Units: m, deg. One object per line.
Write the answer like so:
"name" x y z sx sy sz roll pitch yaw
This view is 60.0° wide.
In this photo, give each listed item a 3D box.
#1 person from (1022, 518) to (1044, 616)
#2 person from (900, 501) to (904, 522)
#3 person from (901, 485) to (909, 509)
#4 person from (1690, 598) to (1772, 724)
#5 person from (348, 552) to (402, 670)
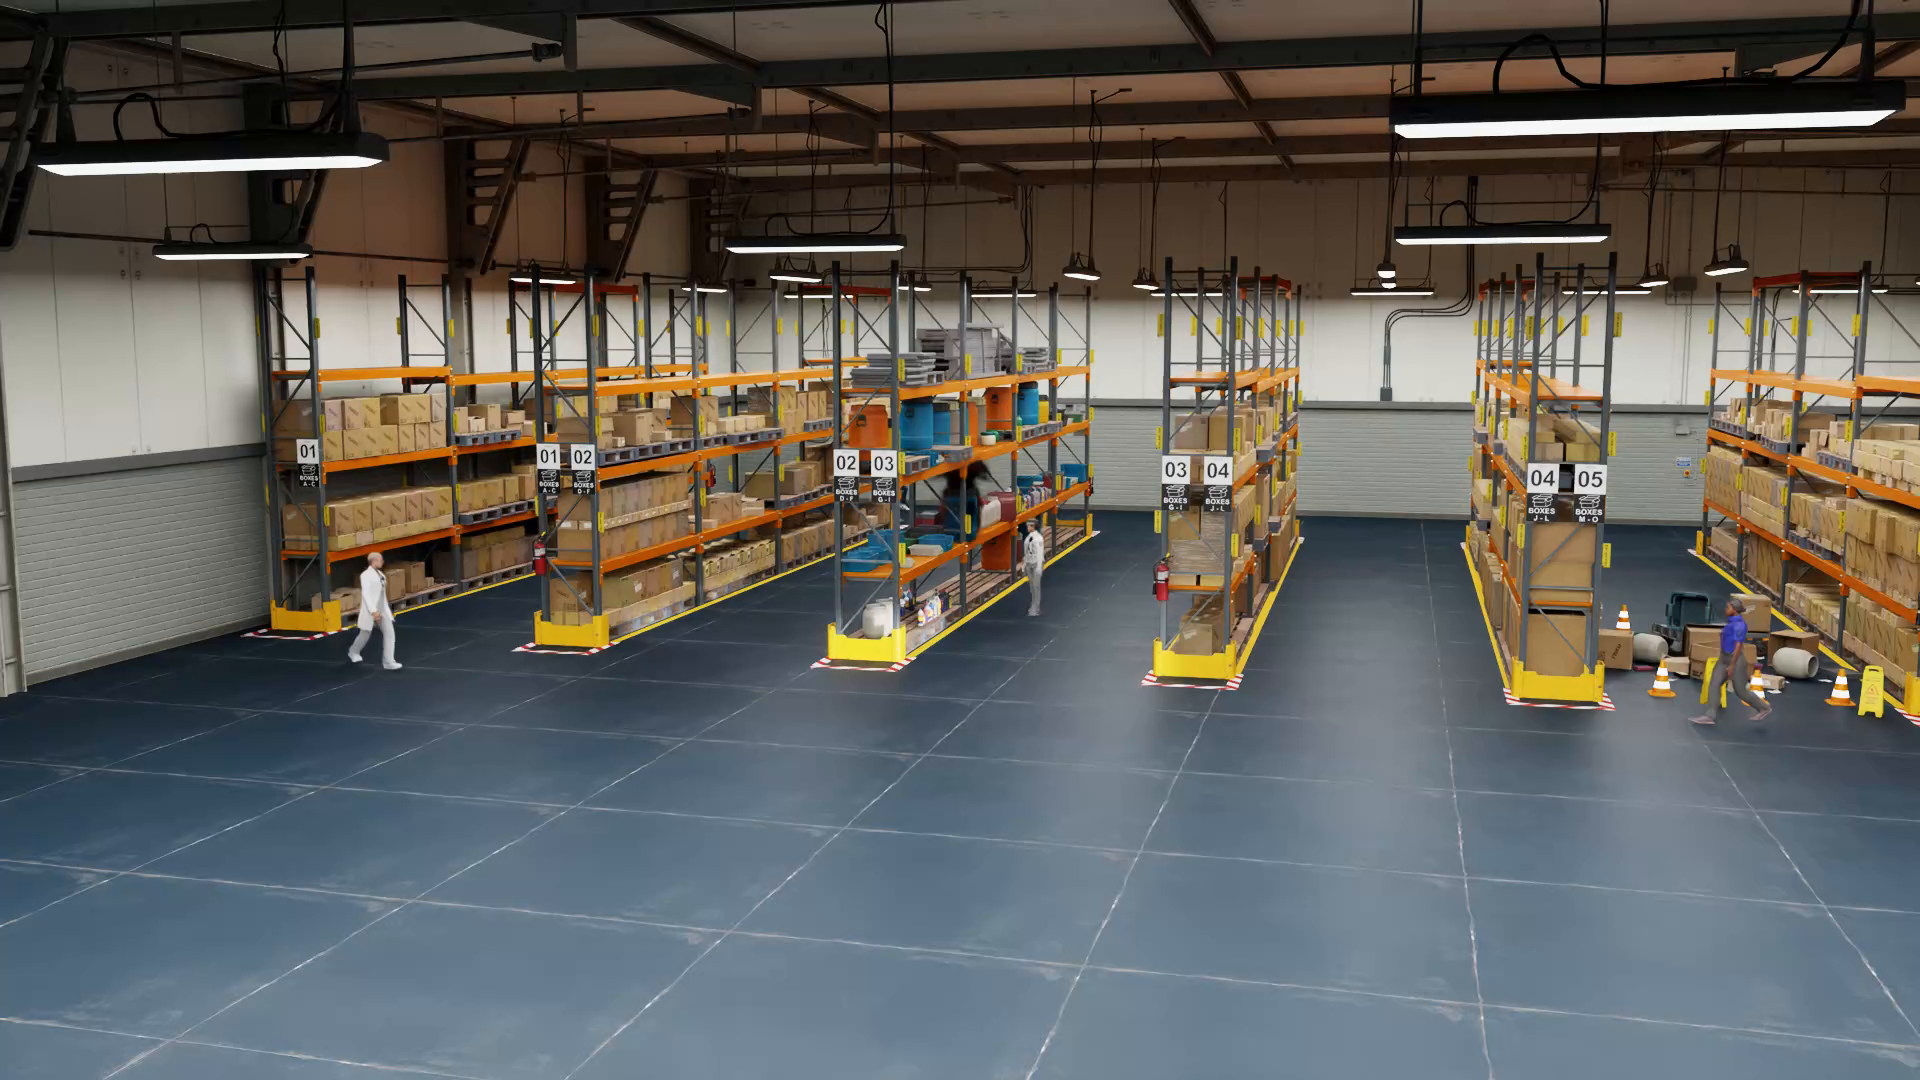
"person" 1.290 0.473 29.298 0.474 1.714 0.499 -7 10 -42
"person" -1.807 -1.337 42.987 0.713 1.759 0.601 2 8 18
"person" -1.747 -1.645 46.241 0.576 1.600 0.536 3 8 24
"person" 9.786 1.539 20.989 0.928 1.626 0.427 -1 7 -9
"person" -8.676 1.038 24.557 1.097 1.731 0.514 6 10 40
